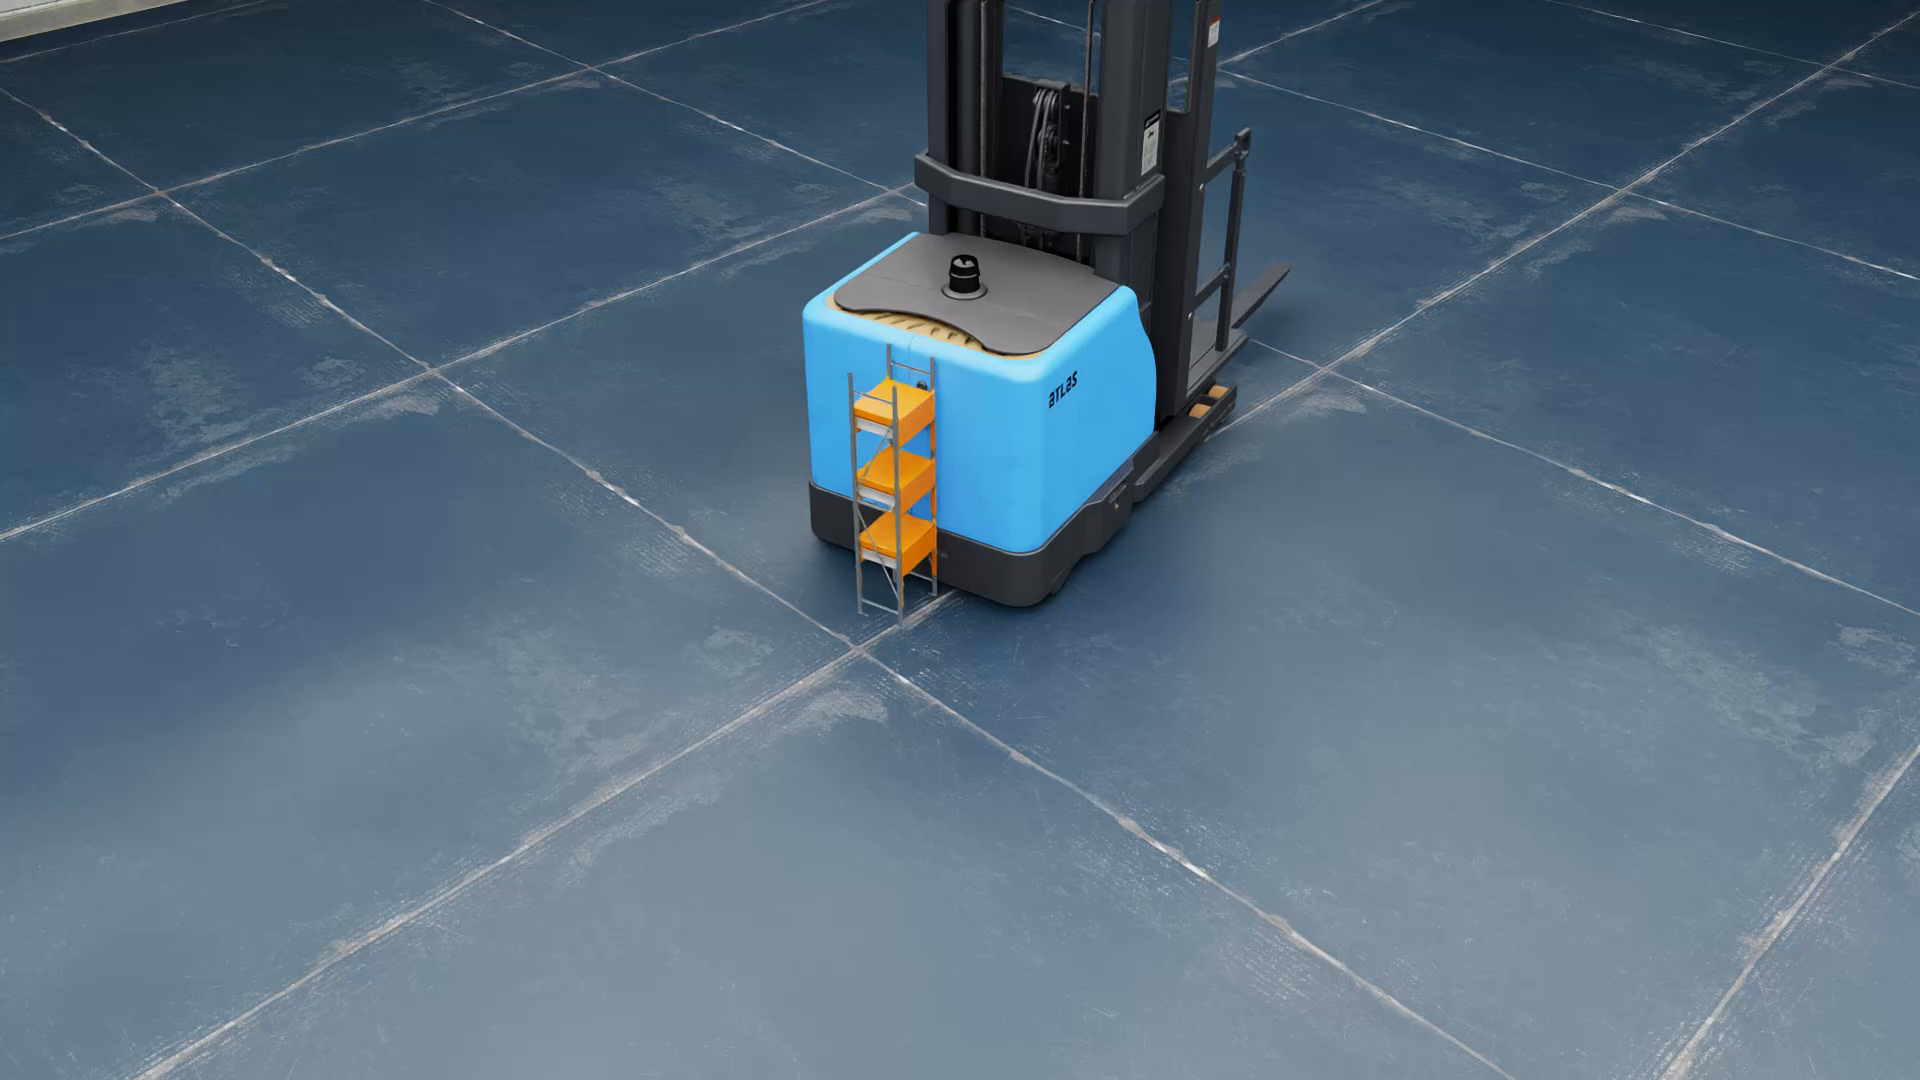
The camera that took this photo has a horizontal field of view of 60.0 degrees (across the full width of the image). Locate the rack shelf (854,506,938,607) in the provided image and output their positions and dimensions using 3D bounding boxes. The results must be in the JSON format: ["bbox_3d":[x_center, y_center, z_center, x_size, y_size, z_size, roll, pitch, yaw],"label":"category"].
[{"bbox_3d":[-0.239,0.056,6.256,0.215,0.259,0.240,19,39,25],"label":"rack shelf"}]

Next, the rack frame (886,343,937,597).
[{"bbox_3d":[-0.176,-0.240,6.177,0.200,1.050,0.008,19,39,25],"label":"rack frame"}]

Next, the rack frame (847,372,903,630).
[{"bbox_3d":[-0.302,-0.121,6.006,0.200,1.050,0.008,19,39,25],"label":"rack frame"}]

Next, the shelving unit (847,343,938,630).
[{"bbox_3d":[-0.239,-0.181,6.091,0.215,1.050,0.252,19,39,25],"label":"shelving unit"}]

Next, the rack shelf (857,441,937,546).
[{"bbox_3d":[-0.239,-0.172,6.097,0.215,0.259,0.240,19,39,25],"label":"rack shelf"}]

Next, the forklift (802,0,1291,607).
[{"bbox_3d":[0.592,-1.764,6.717,1.130,2.935,3.031,19,39,25],"label":"forklift"}]

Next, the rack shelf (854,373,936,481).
[{"bbox_3d":[-0.239,-0.405,5.935,0.215,0.259,0.240,19,39,25],"label":"rack shelf"}]
